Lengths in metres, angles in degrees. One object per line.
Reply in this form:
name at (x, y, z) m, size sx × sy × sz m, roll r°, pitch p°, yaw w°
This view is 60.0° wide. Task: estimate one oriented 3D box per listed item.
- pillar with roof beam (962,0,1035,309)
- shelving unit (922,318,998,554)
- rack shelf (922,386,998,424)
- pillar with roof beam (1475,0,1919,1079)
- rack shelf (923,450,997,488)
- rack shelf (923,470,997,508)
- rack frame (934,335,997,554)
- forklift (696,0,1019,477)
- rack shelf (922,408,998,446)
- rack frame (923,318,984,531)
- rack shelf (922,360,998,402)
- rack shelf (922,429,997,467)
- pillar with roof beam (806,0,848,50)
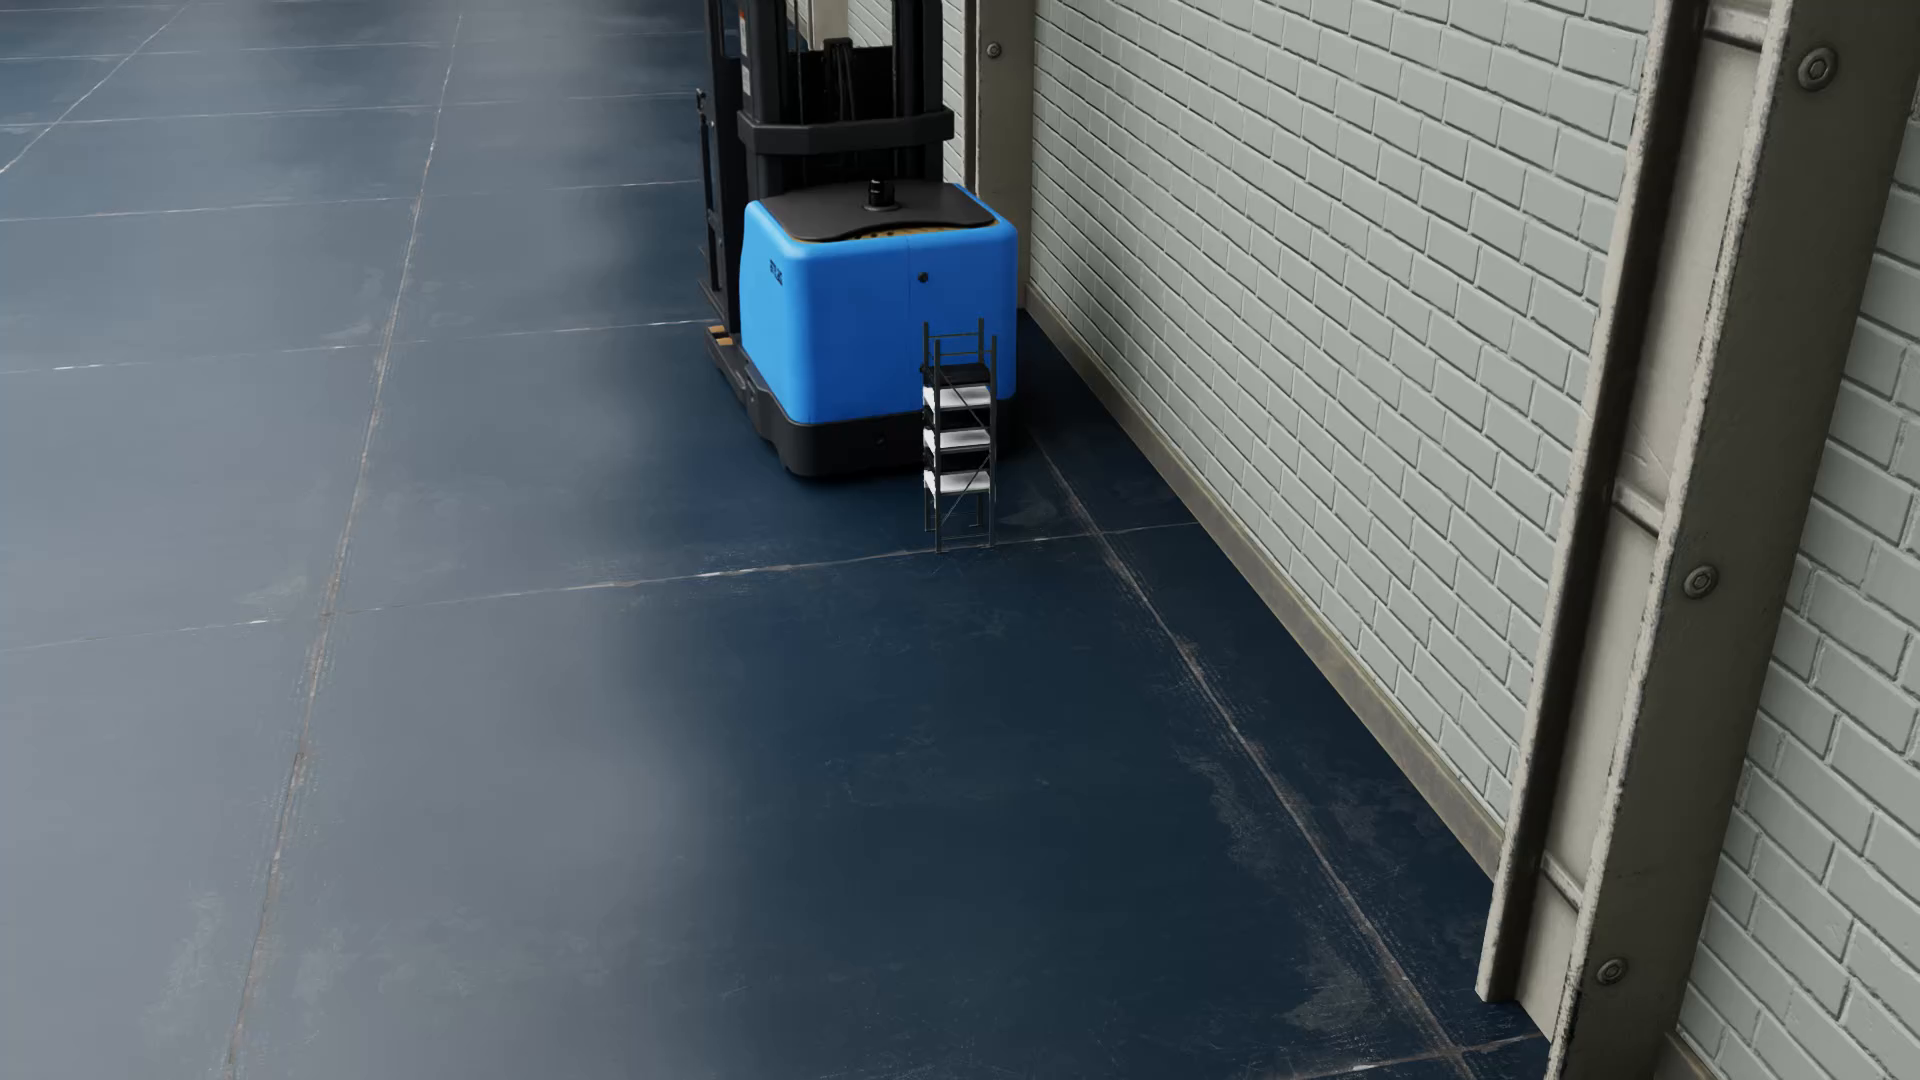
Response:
pillar with roof beam at (-3.992, -4.957, 6.585) m, size 9.100 × 9.000 × 0.400 m, roll -6°, pitch 27°, yaw -12°
shelving unit at (-0.002, -0.405, 6.554) m, size 0.258 × 0.900 × 0.210 m, roll -6°, pitch 27°, yaw -12°
rack shelf at (-0.002, -0.536, 6.488) m, size 0.258 × 0.077 × 0.200 m, roll -6°, pitch 27°, yaw -12°
pillar with roof beam at (-2.640, -2.323, 1.366) m, size 9.100 × 9.000 × 0.400 m, roll -6°, pitch 27°, yaw -12°
rack shelf at (-0.002, -0.295, 6.610) m, size 0.258 × 0.077 × 0.200 m, roll -6°, pitch 27°, yaw -12°
rack shelf at (-0.002, -0.215, 6.650) m, size 0.258 × 0.077 × 0.200 m, roll -6°, pitch 27°, yaw -12°
rack frame at (0.021, -0.361, 6.466) m, size 0.240 × 0.900 × 0.006 m, roll -6°, pitch 27°, yaw -12°
forklift at (-0.697, -2.224, 7.903) m, size 1.130 × 2.935 × 3.031 m, roll -9°, pitch 28°, yaw -17°
rack shelf at (-0.002, -0.456, 6.529) m, size 0.258 × 0.077 × 0.200 m, roll -6°, pitch 27°, yaw -12°
rack frame at (-0.025, -0.450, 6.643) m, size 0.240 × 0.900 × 0.006 m, roll -6°, pitch 27°, yaw -12°
rack shelf at (-0.002, -0.617, 6.448) m, size 0.258 × 0.077 × 0.200 m, roll -6°, pitch 27°, yaw -12°
rack shelf at (-0.002, -0.376, 6.569) m, size 0.258 × 0.077 × 0.200 m, roll -6°, pitch 27°, yaw -12°
pillar with roof beam at (-5.344, -7.591, 11.803) m, size 9.100 × 9.000 × 0.400 m, roll -6°, pitch 27°, yaw -12°
